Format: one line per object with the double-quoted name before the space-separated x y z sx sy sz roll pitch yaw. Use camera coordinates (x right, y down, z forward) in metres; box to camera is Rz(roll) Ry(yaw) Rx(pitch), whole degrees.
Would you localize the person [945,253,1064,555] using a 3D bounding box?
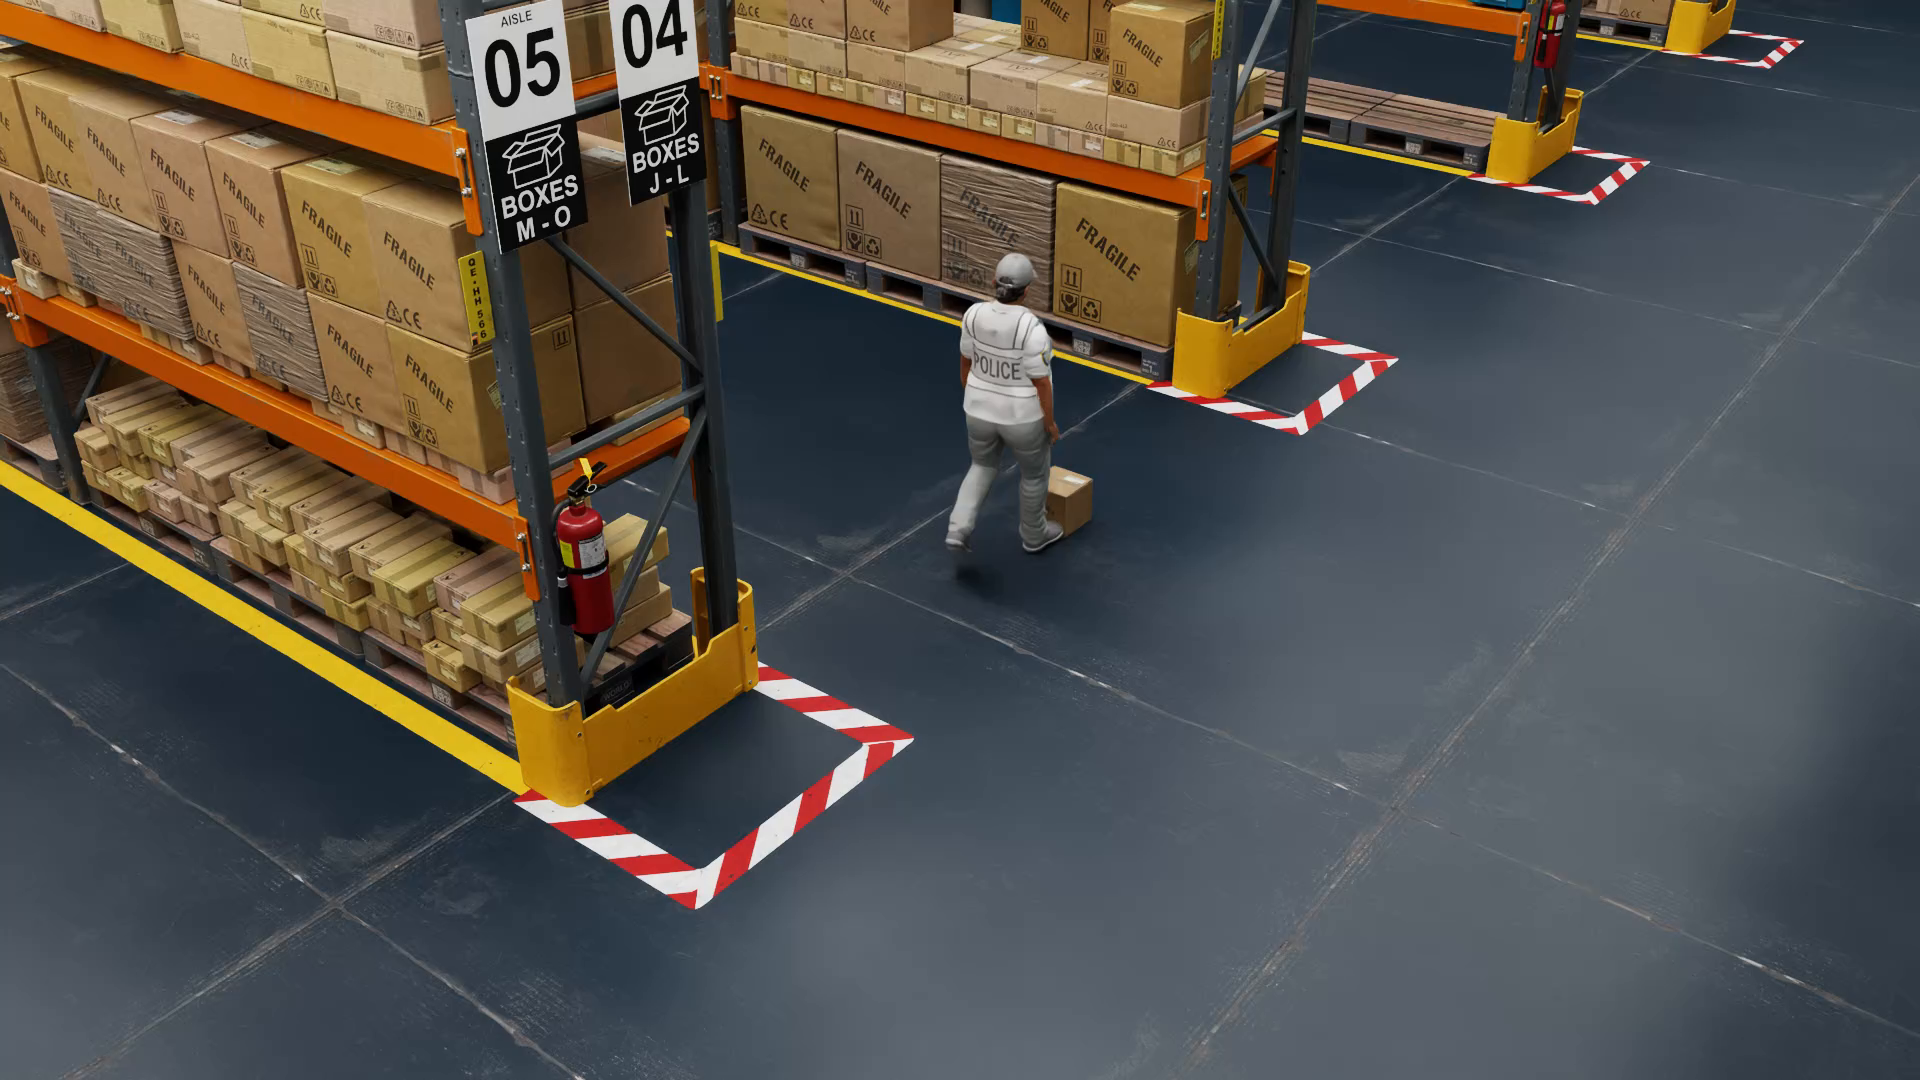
"person" 0.239 -0.633 8.158 0.503 1.644 0.739 17 35 25
